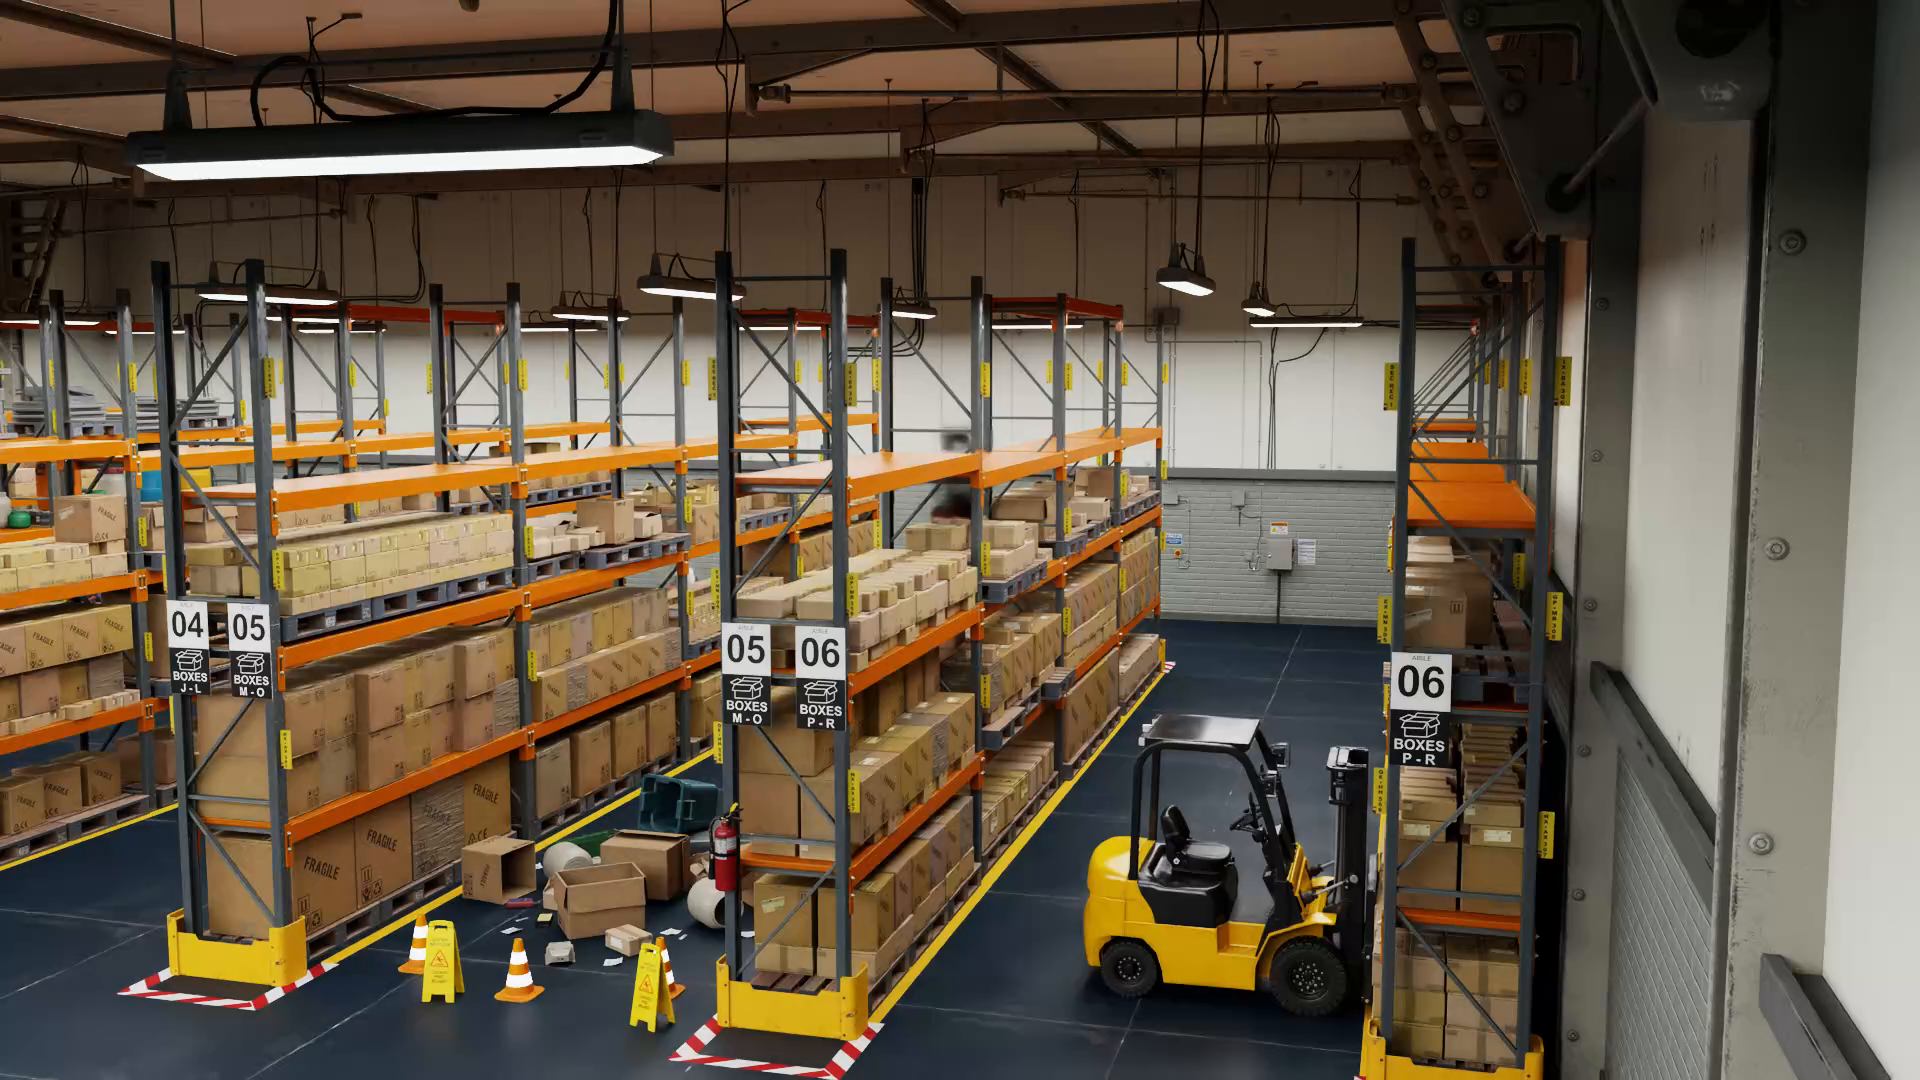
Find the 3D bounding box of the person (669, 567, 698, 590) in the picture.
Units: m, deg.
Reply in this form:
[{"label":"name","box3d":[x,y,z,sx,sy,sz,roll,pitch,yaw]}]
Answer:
[{"label":"person","box3d":[-4.992,1.093,30.529,0.685,1.721,0.629,-4,7,-32]}]
